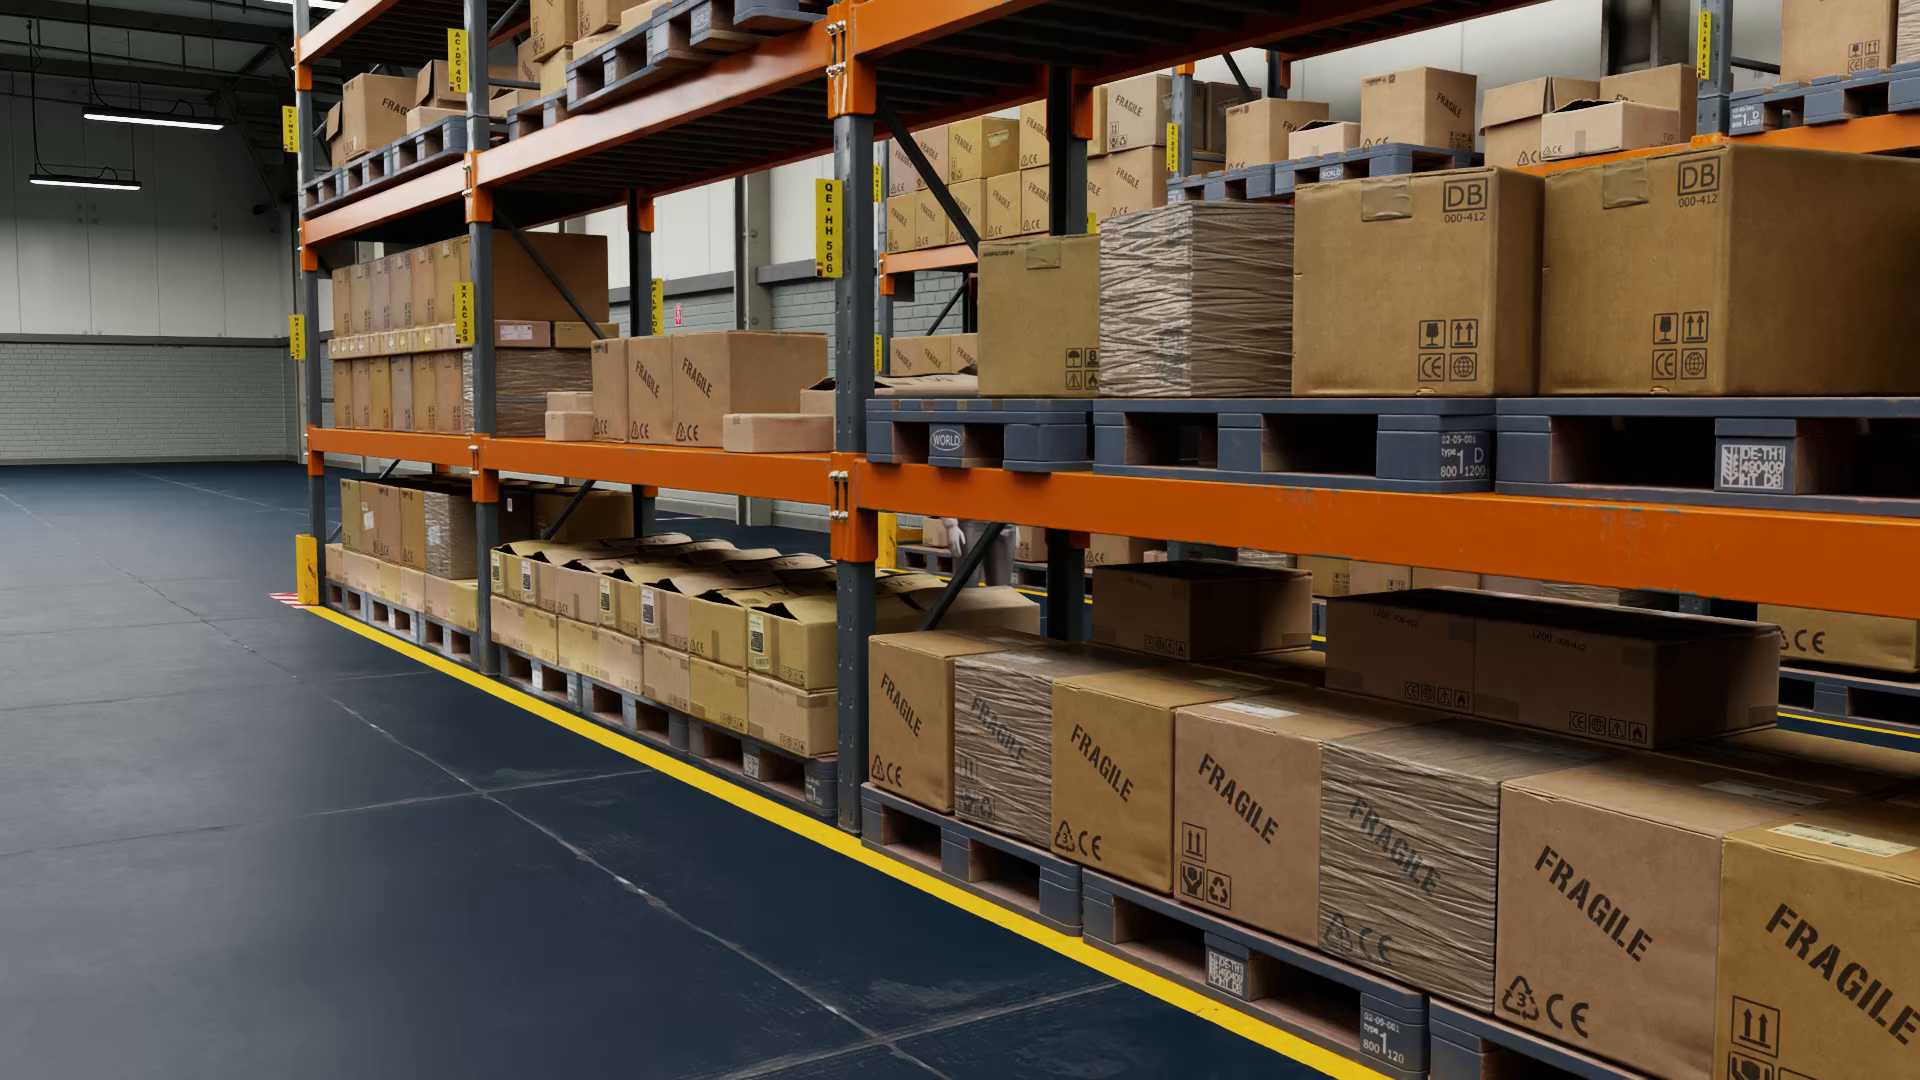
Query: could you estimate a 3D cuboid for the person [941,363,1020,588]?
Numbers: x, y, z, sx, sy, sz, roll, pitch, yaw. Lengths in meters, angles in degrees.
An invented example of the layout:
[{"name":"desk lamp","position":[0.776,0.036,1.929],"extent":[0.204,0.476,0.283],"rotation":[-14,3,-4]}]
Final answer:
[{"name":"person","position":[0.109,-0.077,8.636],"extent":[0.510,1.695,0.367],"rotation":[-2,5,-26]}]
